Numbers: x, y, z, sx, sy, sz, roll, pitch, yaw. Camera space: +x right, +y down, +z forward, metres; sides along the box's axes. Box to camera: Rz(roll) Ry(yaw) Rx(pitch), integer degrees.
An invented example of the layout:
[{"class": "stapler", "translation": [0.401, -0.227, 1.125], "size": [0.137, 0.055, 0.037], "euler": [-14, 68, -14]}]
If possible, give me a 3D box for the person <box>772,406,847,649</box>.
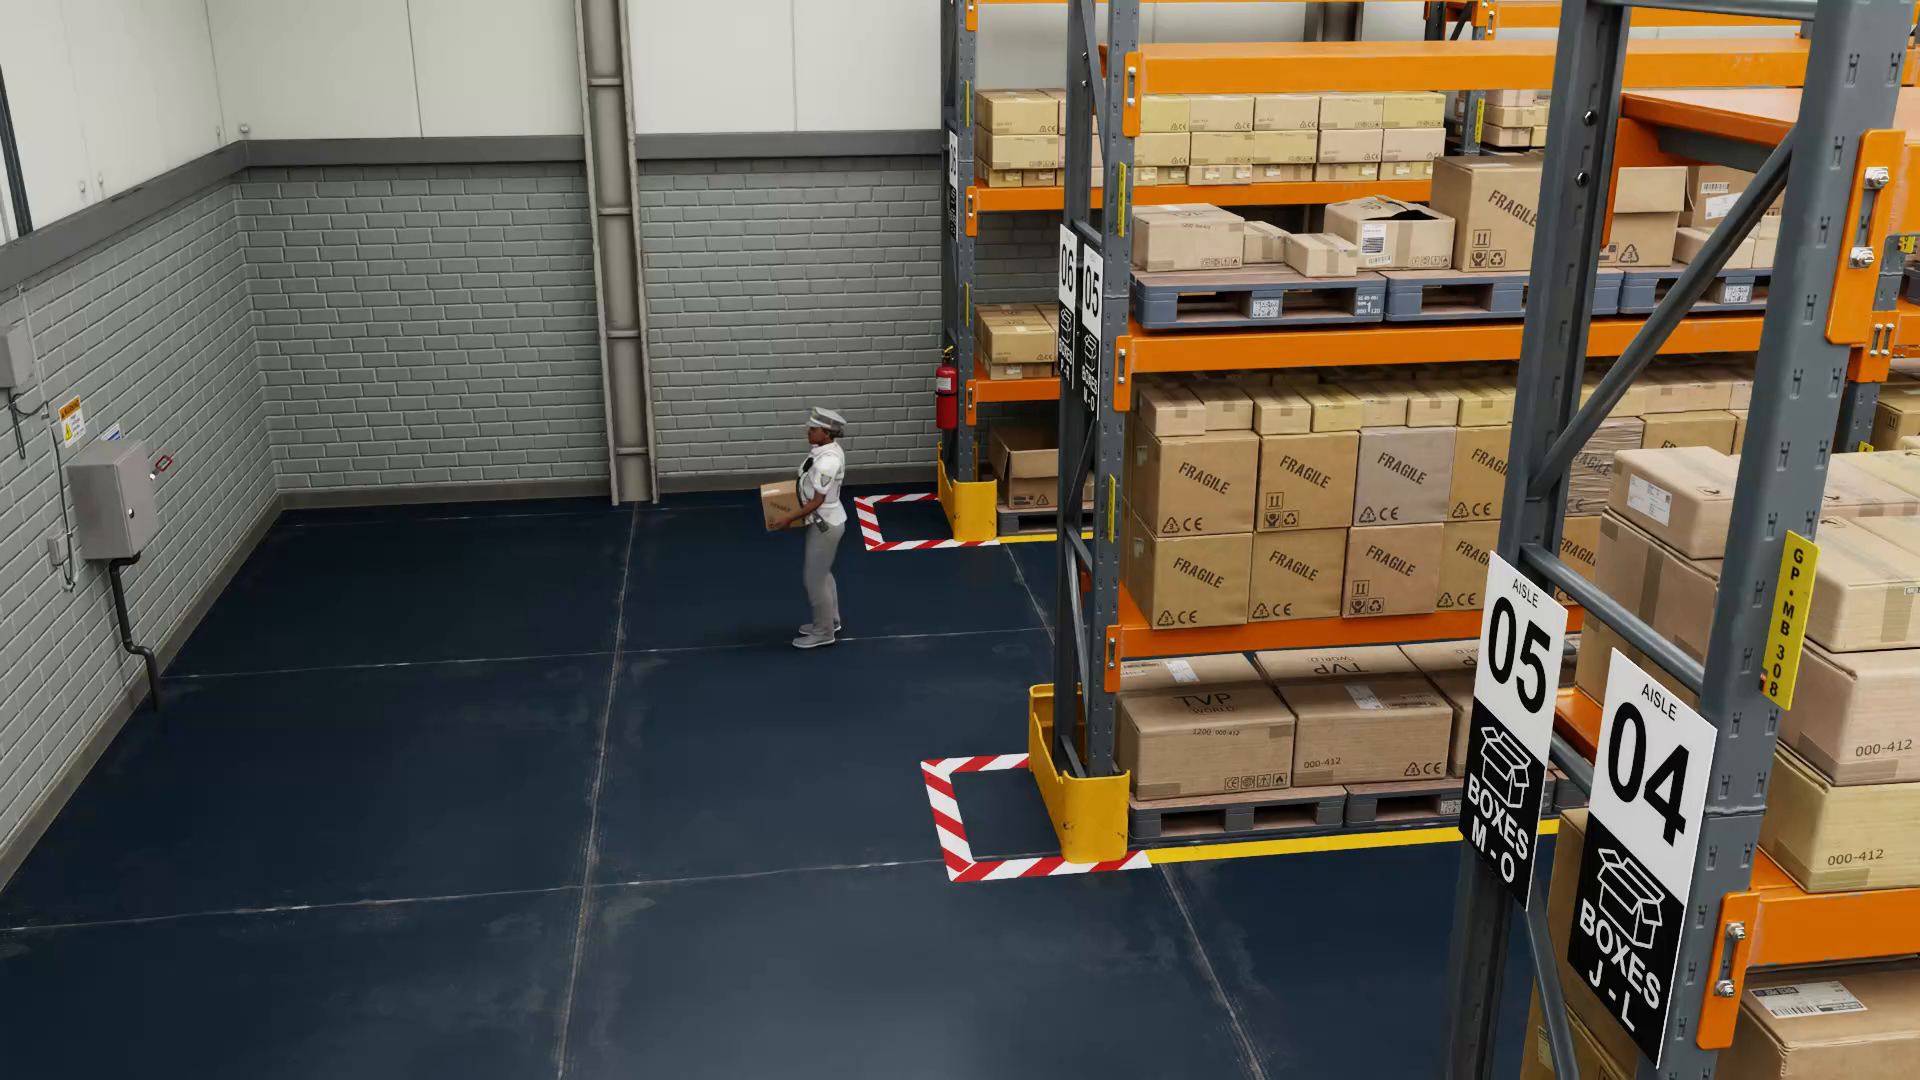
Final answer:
[{"class": "person", "translation": [-1.018, -0.099, 11.311], "size": [0.518, 1.690, 0.451], "euler": [-3, 20, -7]}]
